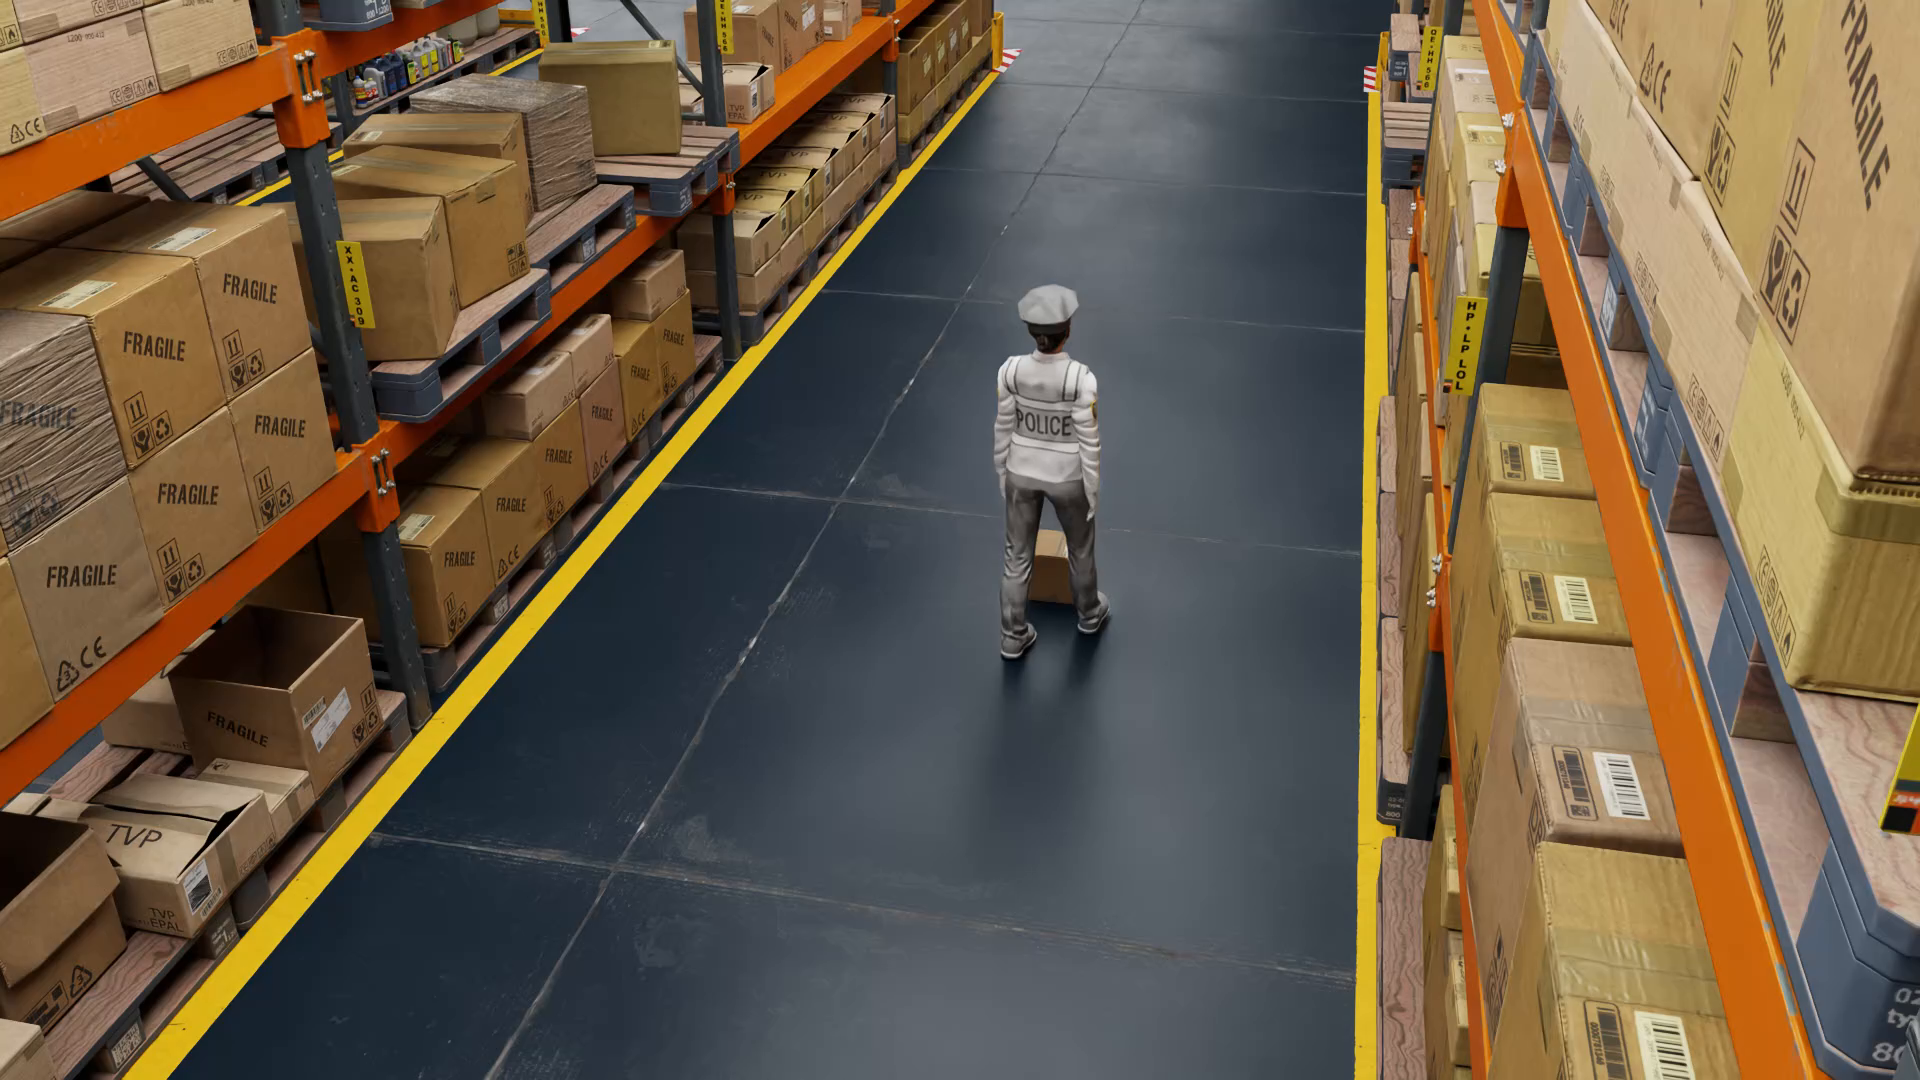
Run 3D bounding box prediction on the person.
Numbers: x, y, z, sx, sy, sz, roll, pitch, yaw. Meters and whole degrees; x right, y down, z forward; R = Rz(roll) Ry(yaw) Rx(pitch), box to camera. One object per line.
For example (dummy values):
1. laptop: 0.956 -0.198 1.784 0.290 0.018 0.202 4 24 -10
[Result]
1. person: 0.400 -0.312 7.163 0.476 1.676 0.602 9 30 15
